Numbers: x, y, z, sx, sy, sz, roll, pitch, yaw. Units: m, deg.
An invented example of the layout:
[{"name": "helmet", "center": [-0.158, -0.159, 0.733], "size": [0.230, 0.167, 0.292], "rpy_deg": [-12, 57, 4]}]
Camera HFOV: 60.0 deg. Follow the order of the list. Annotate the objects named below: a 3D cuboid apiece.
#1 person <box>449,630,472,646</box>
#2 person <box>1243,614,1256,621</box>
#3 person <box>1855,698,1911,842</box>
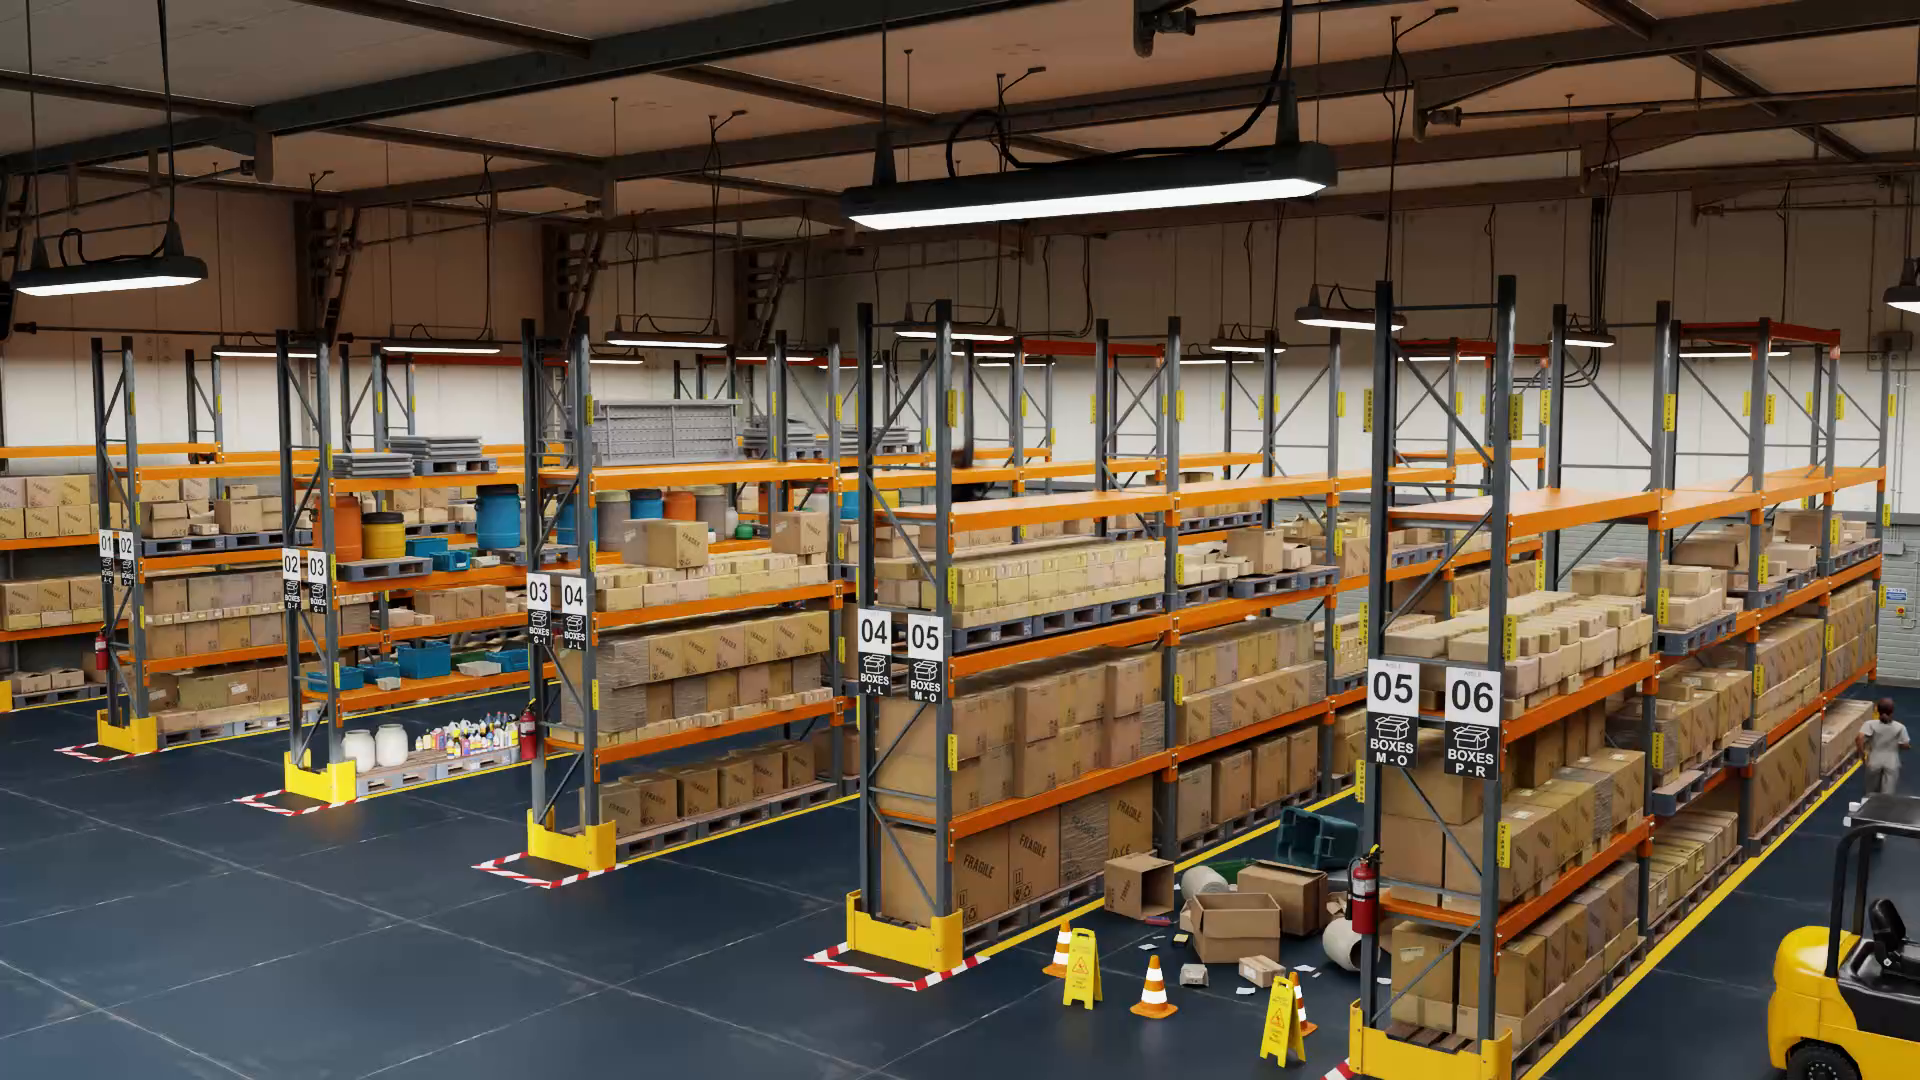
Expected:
[{"name": "person", "center": [-9.255, 1.709, 30.839], "size": [0.531, 1.557, 0.539], "rpy_deg": [3, 6, 31]}, {"name": "person", "center": [4.466, 2.016, 25.661], "size": [0.637, 1.759, 0.780], "rpy_deg": [3, 6, 30]}, {"name": "person", "center": [10.602, 2.658, 19.125], "size": [0.549, 1.714, 0.728], "rpy_deg": [3, 6, 33]}]
